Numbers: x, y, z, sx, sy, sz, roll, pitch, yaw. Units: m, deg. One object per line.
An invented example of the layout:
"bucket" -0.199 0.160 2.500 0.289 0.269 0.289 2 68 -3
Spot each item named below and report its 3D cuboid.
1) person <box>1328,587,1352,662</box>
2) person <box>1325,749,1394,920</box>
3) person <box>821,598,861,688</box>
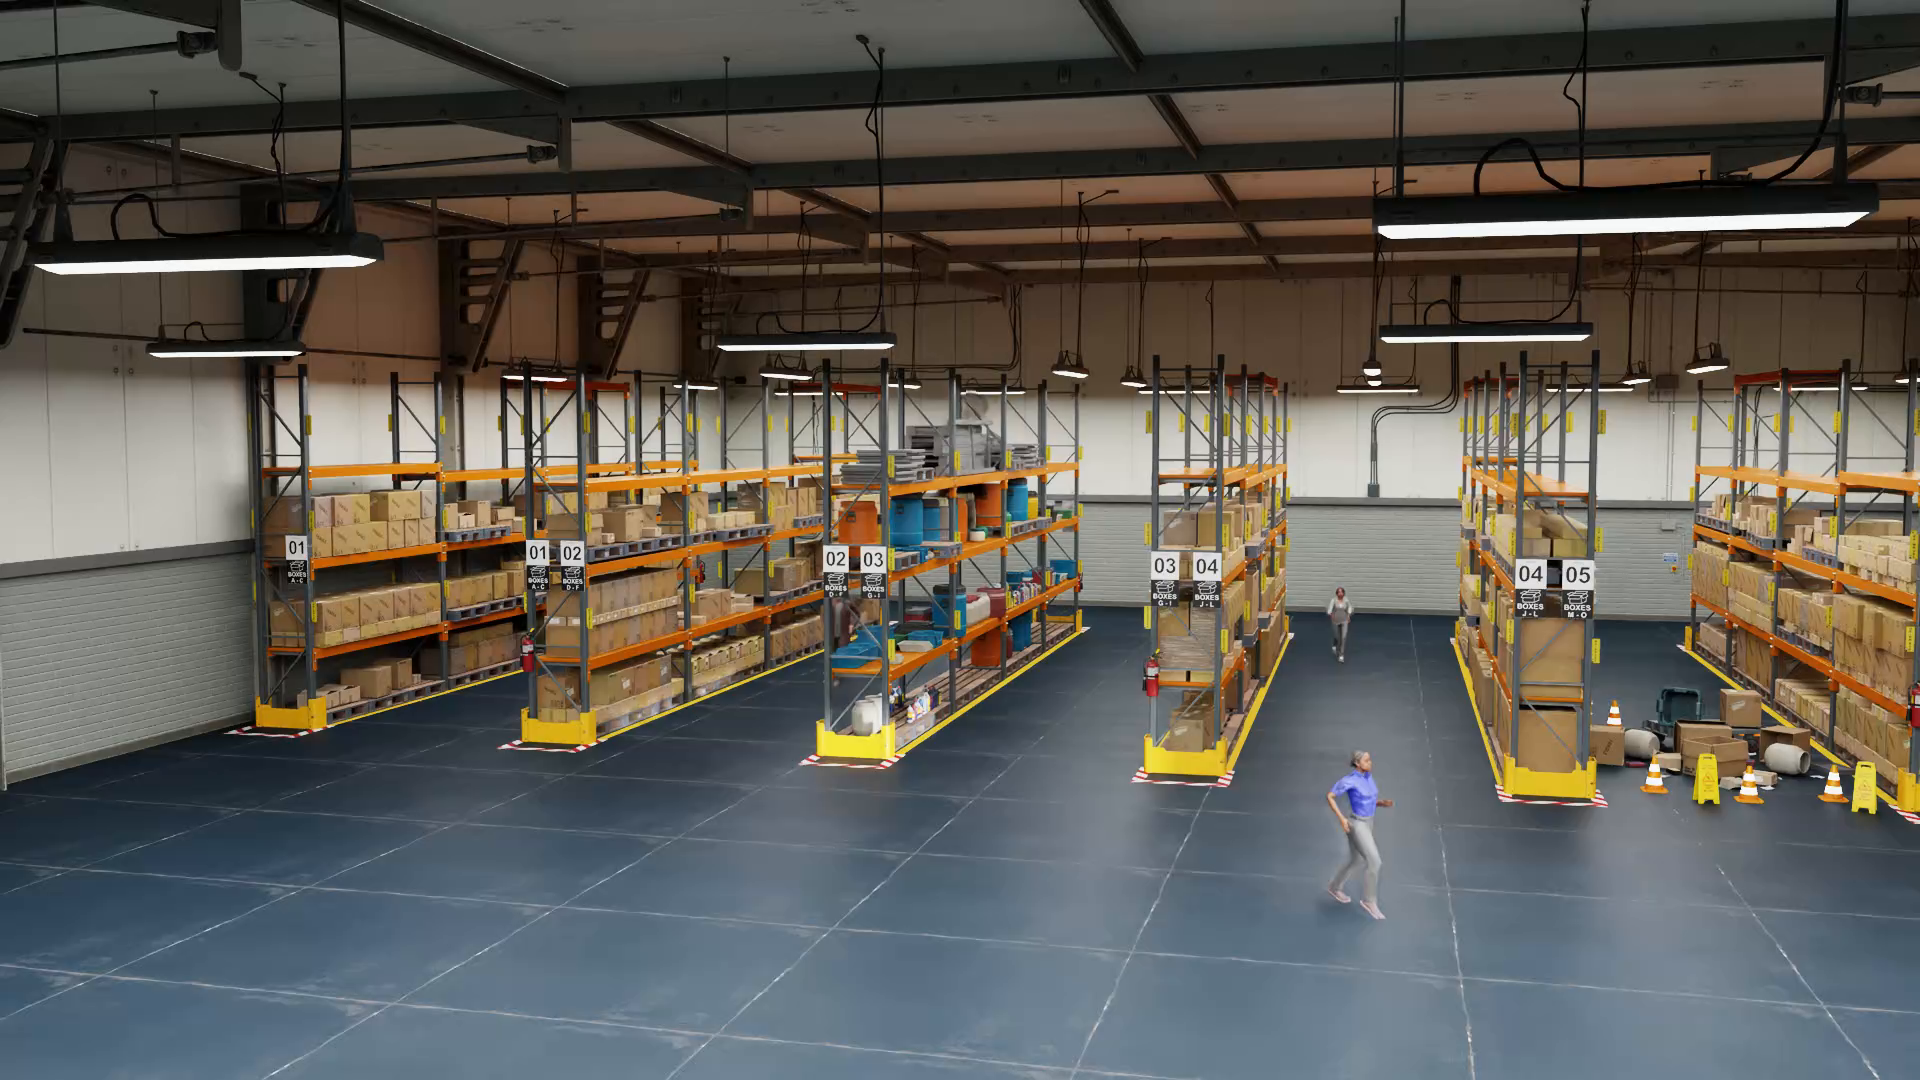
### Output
"person" 8.077 1.775 35.391 0.525 1.582 0.822 0 4 5
"person" 4.101 3.001 17.081 0.752 1.720 0.545 3 5 36
"person" -2.186 1.748 30.297 0.711 1.780 0.923 1 4 8
